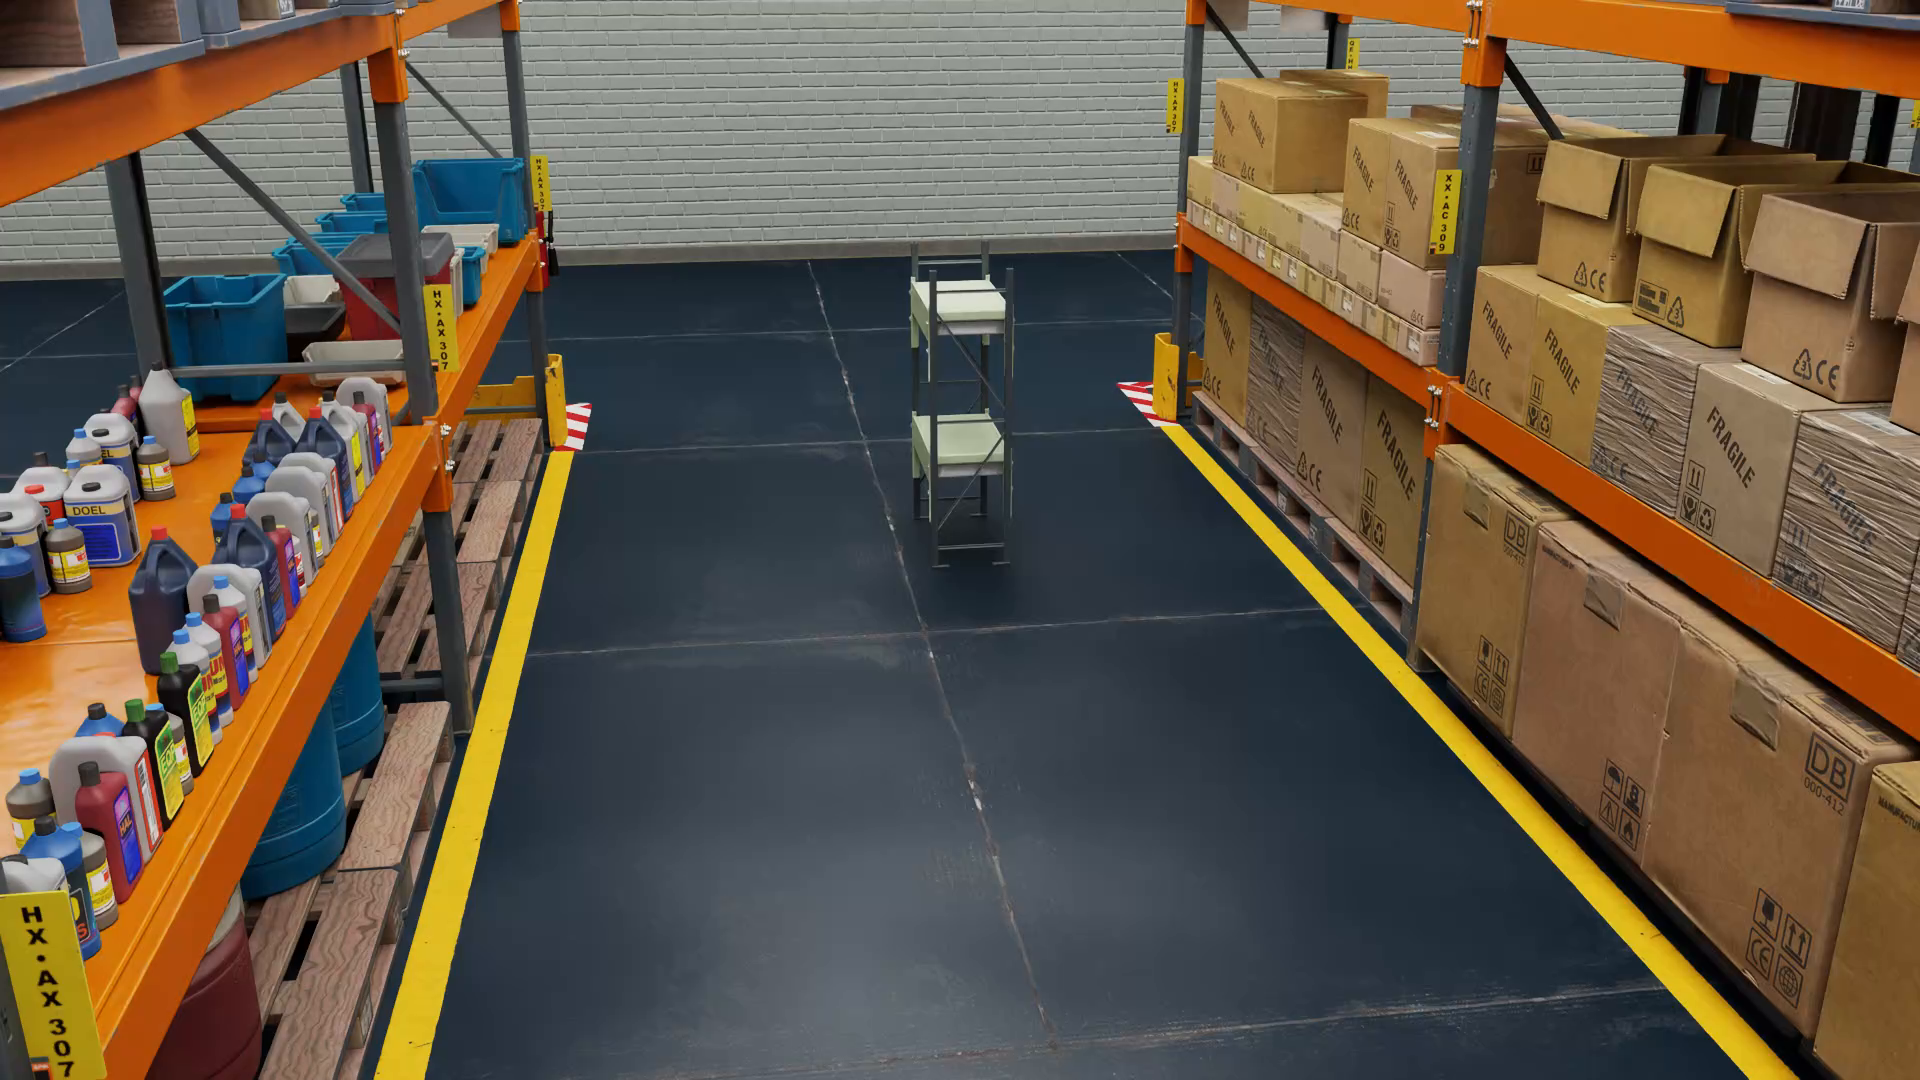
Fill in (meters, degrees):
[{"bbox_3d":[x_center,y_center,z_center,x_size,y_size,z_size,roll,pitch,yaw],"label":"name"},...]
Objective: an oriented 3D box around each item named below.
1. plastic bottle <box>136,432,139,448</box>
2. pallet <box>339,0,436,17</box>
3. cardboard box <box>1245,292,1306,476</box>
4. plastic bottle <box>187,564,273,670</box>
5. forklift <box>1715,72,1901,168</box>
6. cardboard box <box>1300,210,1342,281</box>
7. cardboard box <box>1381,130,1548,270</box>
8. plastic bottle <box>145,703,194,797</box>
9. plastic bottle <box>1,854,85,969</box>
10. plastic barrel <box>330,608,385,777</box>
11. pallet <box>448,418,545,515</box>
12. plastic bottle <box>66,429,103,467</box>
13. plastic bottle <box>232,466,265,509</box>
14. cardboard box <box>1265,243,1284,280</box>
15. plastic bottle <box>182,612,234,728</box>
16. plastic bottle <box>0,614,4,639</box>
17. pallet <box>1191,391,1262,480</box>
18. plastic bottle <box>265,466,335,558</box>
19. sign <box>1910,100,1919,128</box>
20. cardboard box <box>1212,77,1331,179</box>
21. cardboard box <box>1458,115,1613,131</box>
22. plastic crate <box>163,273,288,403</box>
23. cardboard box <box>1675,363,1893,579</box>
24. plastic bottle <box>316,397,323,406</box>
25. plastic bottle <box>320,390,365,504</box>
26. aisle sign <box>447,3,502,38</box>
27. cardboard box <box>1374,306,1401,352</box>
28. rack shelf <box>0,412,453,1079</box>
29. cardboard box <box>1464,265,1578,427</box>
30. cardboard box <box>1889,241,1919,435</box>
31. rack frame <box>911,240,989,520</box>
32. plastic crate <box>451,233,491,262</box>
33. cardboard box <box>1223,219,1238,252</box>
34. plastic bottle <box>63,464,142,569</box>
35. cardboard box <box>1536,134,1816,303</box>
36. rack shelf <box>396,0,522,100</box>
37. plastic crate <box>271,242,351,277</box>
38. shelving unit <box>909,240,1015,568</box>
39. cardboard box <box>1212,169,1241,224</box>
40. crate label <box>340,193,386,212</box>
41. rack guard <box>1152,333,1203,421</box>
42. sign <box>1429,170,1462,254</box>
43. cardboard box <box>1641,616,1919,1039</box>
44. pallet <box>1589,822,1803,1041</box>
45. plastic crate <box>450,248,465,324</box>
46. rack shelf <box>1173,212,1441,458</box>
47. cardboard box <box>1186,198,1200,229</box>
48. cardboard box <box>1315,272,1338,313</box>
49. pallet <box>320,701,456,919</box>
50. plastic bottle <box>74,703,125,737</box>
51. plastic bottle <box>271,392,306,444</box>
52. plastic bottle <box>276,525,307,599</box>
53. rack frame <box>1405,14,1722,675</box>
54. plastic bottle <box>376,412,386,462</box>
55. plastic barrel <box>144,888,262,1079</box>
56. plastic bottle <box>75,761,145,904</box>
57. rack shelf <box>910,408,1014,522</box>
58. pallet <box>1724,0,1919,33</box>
[{"bbox_3d":[-2.766,-0.294,5.499,0.097,0.201,0.097,0,20,0],"label":"plastic bottle"},{"bbox_3d":[-2.241,-1.671,4.885,1.213,0.211,1.003,-3,21,-8],"label":"pallet"},{"bbox_3d":[2.177,-0.924,9.339,0.875,0.875,0.875,-3,21,-8],"label":"cardboard box"},{"bbox_3d":[-1.816,0.176,4.134,0.152,0.276,0.135,-3,21,-8],"label":"plastic bottle"},{"bbox_3d":[4.634,-1.634,8.902,1.130,2.935,3.031,-6,21,-16],"label":"forklift"},{"bbox_3d":[1.977,-1.435,8.060,0.500,0.250,0.500,-2,21,-7],"label":"cardboard box"},{"bbox_3d":[2.120,-1.436,6.992,0.500,0.500,0.500,-2,21,-6],"label":"cardboard box"},{"bbox_3d":[-1.692,0.444,3.525,0.097,0.201,0.097,0,20,0],"label":"plastic bottle"},{"bbox_3d":[-1.616,0.656,2.849,0.152,0.276,0.135,-3,21,-8],"label":"plastic bottle"},{"bbox_3d":[-2.389,0.355,5.877,0.600,0.901,0.708,-3,21,-8],"label":"plastic barrel"},{"bbox_3d":[-2.947,-0.412,9.516,1.003,0.211,1.213,-3,21,-8],"label":"pallet"},{"bbox_3d":[-2.718,-0.212,5.182,0.097,0.271,0.097,0,20,0],"label":"plastic bottle"},{"bbox_3d":[-2.050,-0.080,4.826,0.097,0.271,0.097,0,20,0],"label":"plastic bottle"},{"bbox_3d":[1.822,-1.465,8.712,0.380,0.149,0.250,-3,21,-9],"label":"cardboard box"},{"bbox_3d":[-1.739,0.297,3.817,0.097,0.271,0.097,0,20,0],"label":"plastic bottle"},{"bbox_3d":[-2.547,0.106,4.216,0.144,0.351,0.185,-3,21,-8],"label":"plastic bottle"},{"bbox_3d":[2.067,-0.676,10.224,1.003,0.211,1.213,-3,21,-8],"label":"pallet"},{"bbox_3d":[-1.929,-0.094,4.859,0.152,0.276,0.135,-3,21,-8],"label":"plastic bottle"},{"bbox_3d":[6.260,-2.848,10.818,0.100,0.325,0.005,-3,21,-8],"label":"sign"},{"bbox_3d":[1.748,-2.323,9.365,0.500,0.500,0.500,-3,21,-9],"label":"cardboard box"},{"bbox_3d":[2.571,-1.640,7.538,0.500,0.500,0.500,-3,21,-8],"label":"cardboard box"},{"bbox_3d":[-2.855,-0.785,6.469,0.392,0.384,0.575,-3,21,-8],"label":"plastic crate"},{"bbox_3d":[2.494,-0.219,4.873,0.500,0.500,0.500,-3,21,-7],"label":"cardboard box"},{"bbox_3d":[-2.195,-0.394,5.769,0.097,0.201,0.097,0,20,0],"label":"plastic bottle"},{"bbox_3d":[-1.994,-0.296,5.291,0.144,0.351,0.185,-3,21,-8],"label":"plastic bottle"},{"bbox_3d":[-2.748,-3.263,9.450,0.394,0.787,0.004,-3,21,-8],"label":"aisle sign"},{"bbox_3d":[2.045,-0.931,7.280,0.380,0.149,0.250,-3,21,-7],"label":"cardboard box"},{"bbox_3d":[-2.162,0.409,4.362,1.077,0.370,4.000,-3,21,-8],"label":"rack shelf"},{"bbox_3d":[2.270,-0.745,6.281,0.500,0.500,0.500,-3,21,-8],"label":"cardboard box"},{"bbox_3d":[2.847,-0.482,4.142,0.797,0.503,0.637,-2,21,-6],"label":"cardboard box"},{"bbox_3d":[-0.052,-0.827,8.787,0.400,1.500,0.023,-3,21,-8],"label":"rack frame"},{"bbox_3d":[-2.703,-1.536,8.832,0.396,0.136,0.243,-3,21,-8],"label":"plastic crate"},{"bbox_3d":[1.713,-1.730,9.421,0.380,0.149,0.250,-3,21,-9],"label":"cardboard box"},{"bbox_3d":[-2.477,-0.070,4.794,0.152,0.276,0.135,-3,21,-8],"label":"plastic bottle"},{"bbox_3d":[2.551,-1.166,5.975,0.797,0.503,0.637,-3,21,-9],"label":"cardboard box"},{"bbox_3d":[-2.739,-2.381,7.545,1.077,0.370,4.000,-3,21,-8],"label":"rack shelf"},{"bbox_3d":[-3.084,-1.293,8.045,0.416,0.233,0.300,-3,21,-8],"label":"plastic crate"},{"bbox_3d":[0.001,-0.700,8.448,0.431,1.500,0.755,-3,21,-8],"label":"shelving unit"},{"bbox_3d":[1.758,-1.965,9.479,0.500,0.250,0.500,-3,21,-8],"label":"cardboard box"},{"bbox_3d":[-3.317,-1.853,9.544,0.416,0.233,0.303,-3,21,-8],"label":"crate label"},{"bbox_3d":[1.871,-1.092,10.927,1.175,0.500,0.348,-3,21,-8],"label":"rack guard"},{"bbox_3d":[1.902,-1.284,6.517,0.100,0.325,0.005,-3,21,-8],"label":"sign"},{"bbox_3d":[2.828,0.764,4.819,1.225,0.875,0.875,-3,21,-8],"label":"cardboard box"},{"bbox_3d":[2.816,1.123,5.408,1.003,0.211,1.213,-3,21,-8],"label":"pallet"},{"bbox_3d":[-2.488,-1.131,7.541,0.437,0.282,0.530,-3,21,-8],"label":"plastic crate"},{"bbox_3d":[2.162,-1.226,8.739,1.077,0.370,4.000,-3,21,-8],"label":"rack shelf"},{"bbox_3d":[1.599,-1.998,10.137,0.380,0.149,0.250,-3,21,-7],"label":"cardboard box"},{"bbox_3d":[1.934,-1.198,7.995,0.380,0.149,0.250,-3,21,-7],"label":"cardboard box"},{"bbox_3d":[-2.380,0.955,5.857,1.003,0.211,1.213,-3,21,-8],"label":"pallet"},{"bbox_3d":[-1.733,0.460,3.381,0.097,0.271,0.097,0,20,0],"label":"plastic bottle"},{"bbox_3d":[-2.137,-0.288,5.271,0.144,0.351,0.185,-3,21,-8],"label":"plastic bottle"},{"bbox_3d":[-1.852,0.060,4.554,0.097,0.201,0.097,0,20,0],"label":"plastic bottle"},{"bbox_3d":[2.451,-0.870,6.759,1.000,3.000,0.127,-3,21,-8],"label":"rack frame"},{"bbox_3d":[-2.030,-0.368,5.699,0.097,0.201,0.097,0,20,0],"label":"plastic bottle"},{"bbox_3d":[-2.124,1.138,4.229,0.600,0.588,0.708,-3,21,-8],"label":"plastic barrel"},{"bbox_3d":[-1.619,0.537,3.158,0.061,0.283,0.133,-3,21,-8],"label":"plastic bottle"},{"bbox_3d":[0.001,-0.395,8.562,0.431,0.370,0.720,-3,21,-8],"label":"rack shelf"},{"bbox_3d":[2.718,-1.409,4.185,1.003,0.211,1.213,-2,21,-5],"label":"pallet"}]
